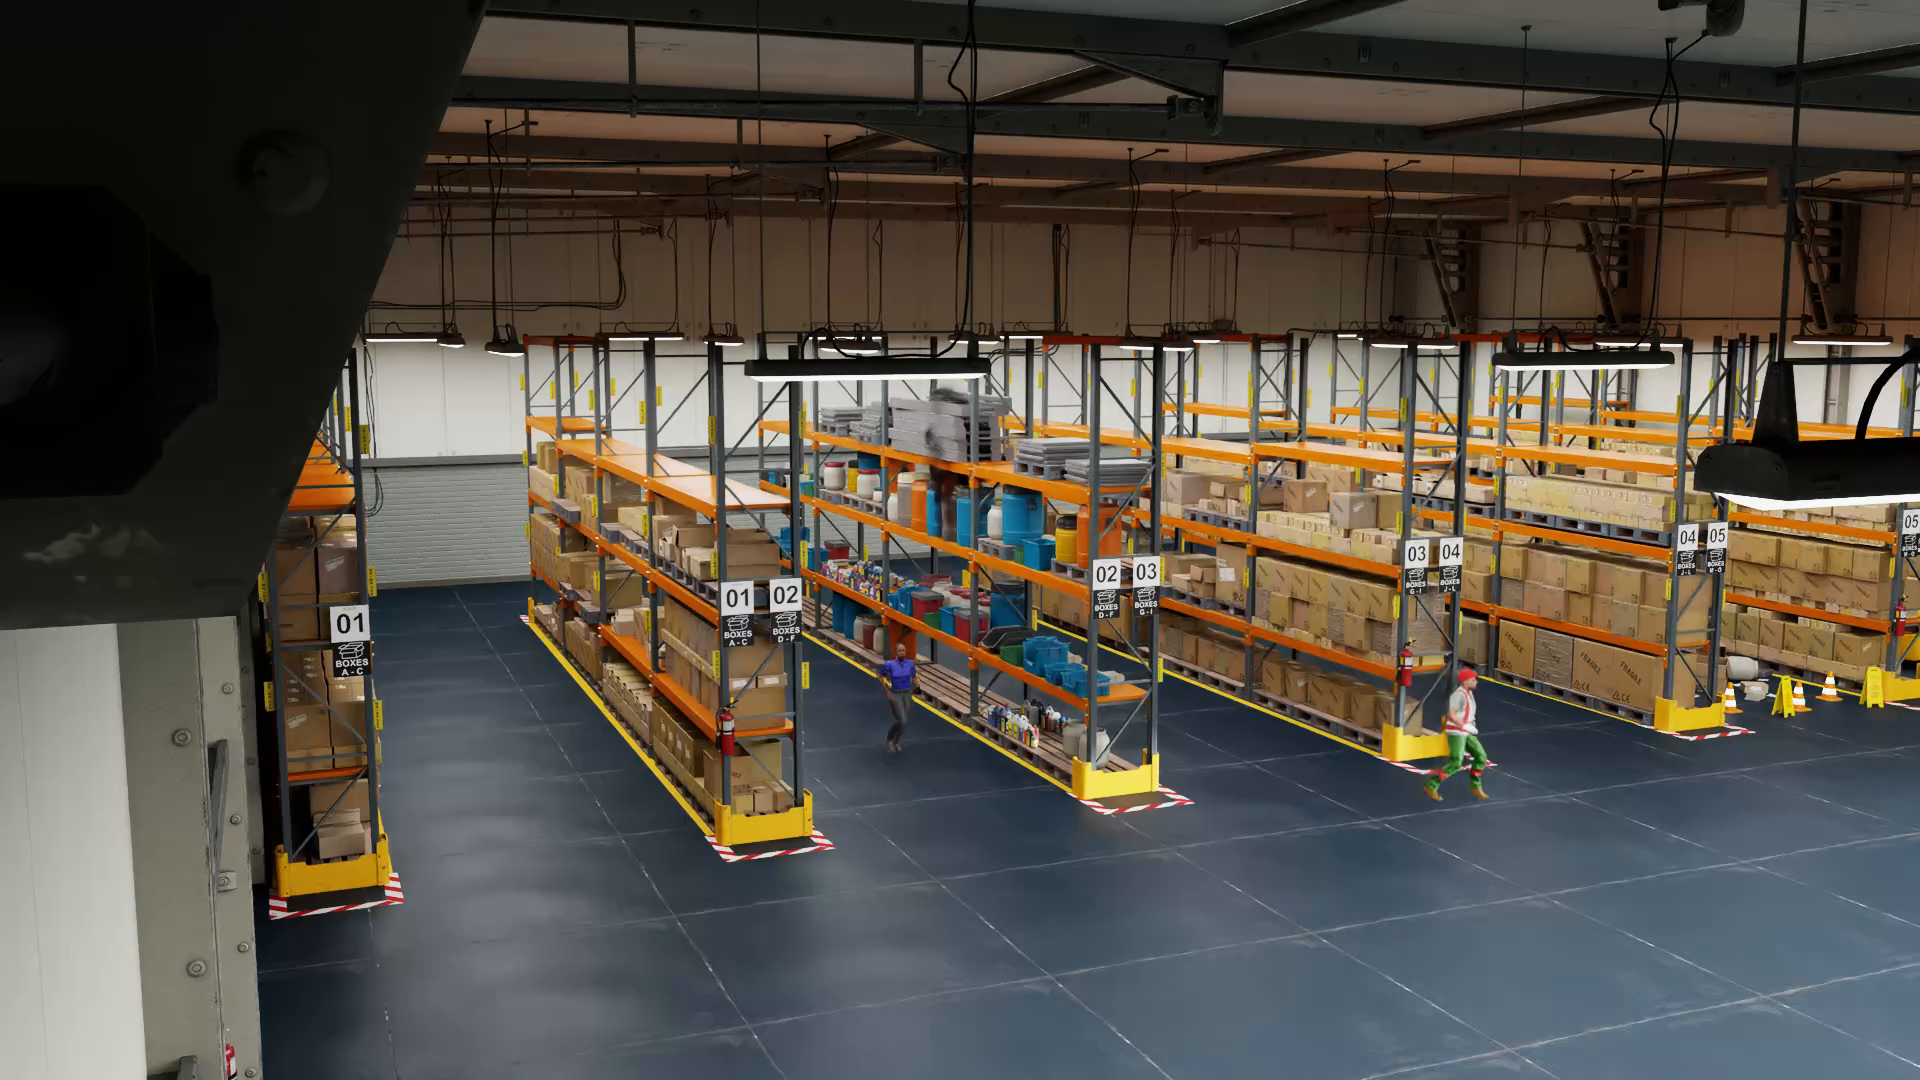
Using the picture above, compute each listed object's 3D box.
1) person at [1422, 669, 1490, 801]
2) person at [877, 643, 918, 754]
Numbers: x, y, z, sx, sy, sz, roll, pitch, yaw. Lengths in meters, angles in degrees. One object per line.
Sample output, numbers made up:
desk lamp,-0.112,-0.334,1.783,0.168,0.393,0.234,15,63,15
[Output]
person,6.572,2.573,21.887,0.766,1.775,0.899,4,9,27
person,-0.852,2.311,24.222,0.555,1.634,0.632,-4,9,-29
